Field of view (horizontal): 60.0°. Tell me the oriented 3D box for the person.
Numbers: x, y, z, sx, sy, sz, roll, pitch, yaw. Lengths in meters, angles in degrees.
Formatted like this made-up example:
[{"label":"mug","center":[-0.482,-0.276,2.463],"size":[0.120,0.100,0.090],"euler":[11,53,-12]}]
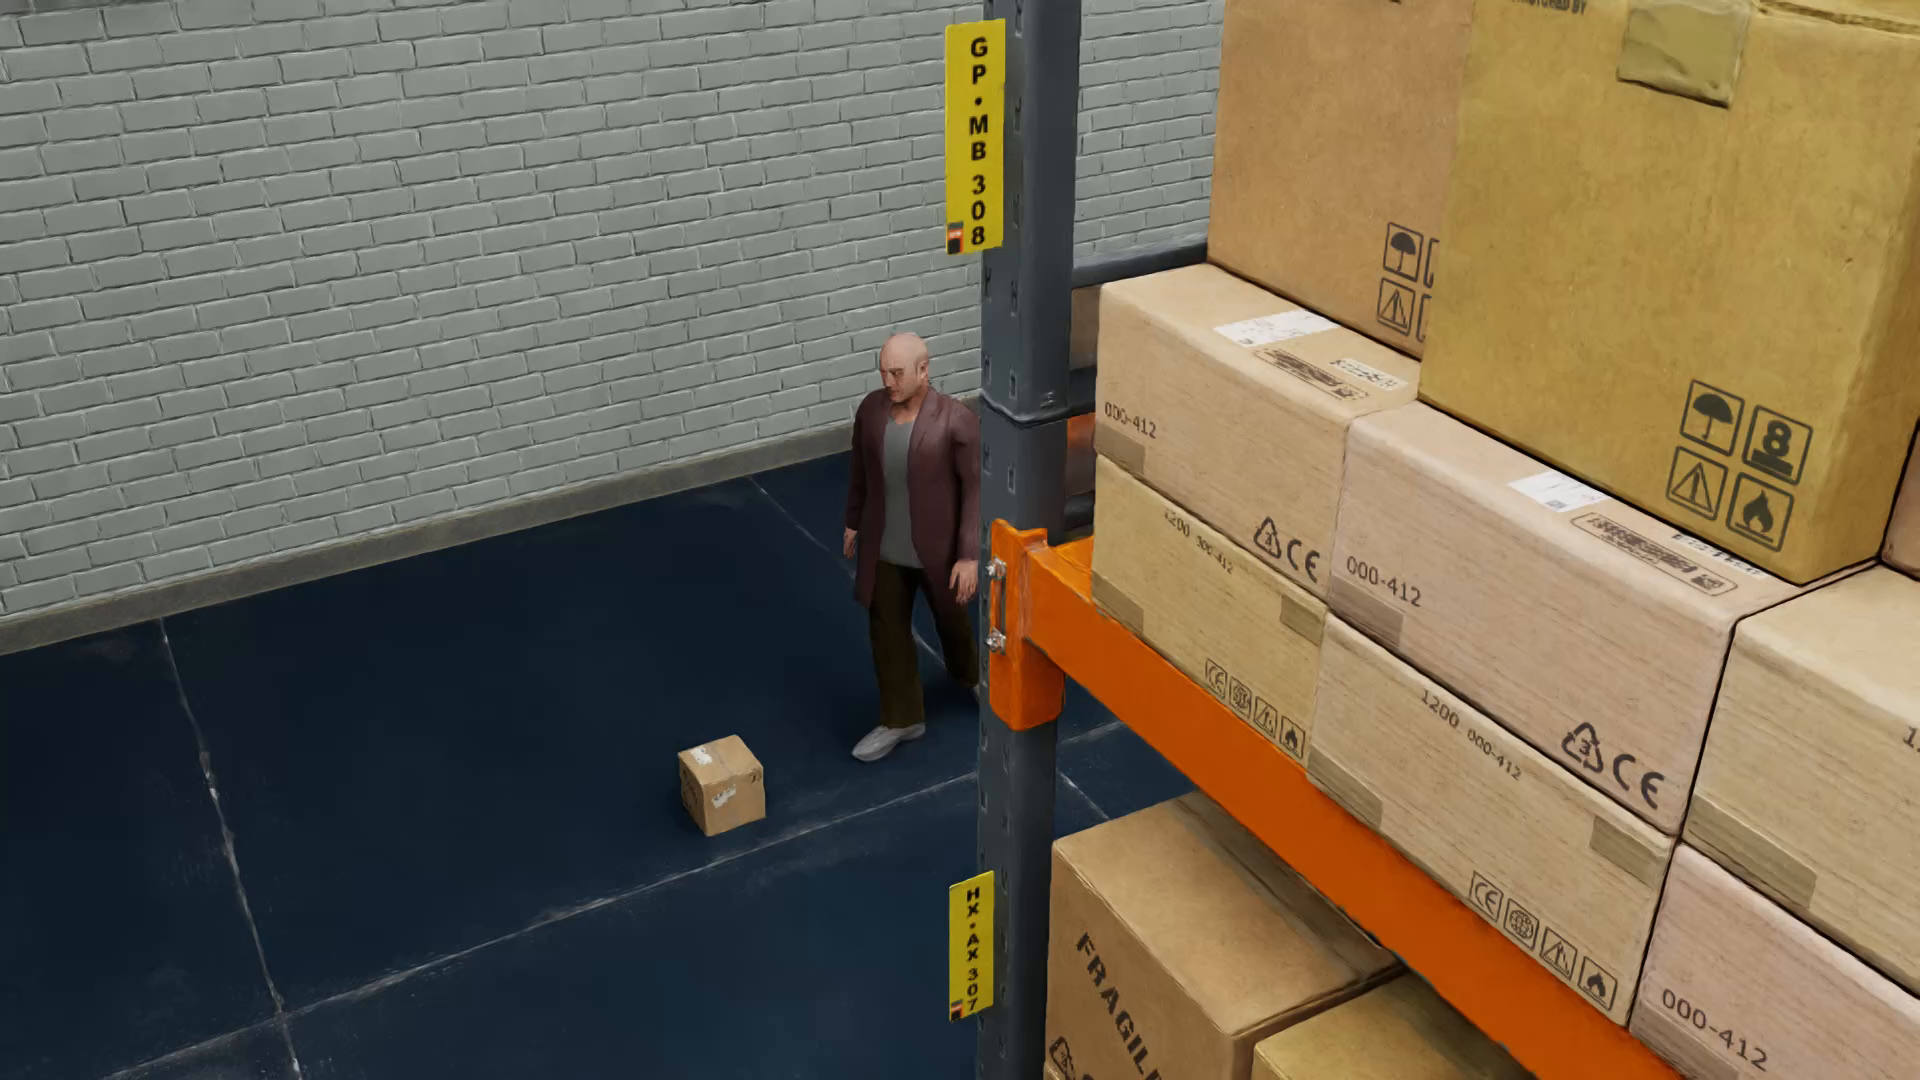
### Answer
[{"label":"person","center":[-0.175,0.000,6.643],"size":[0.683,1.773,0.730],"euler":[11,30,19]}]
